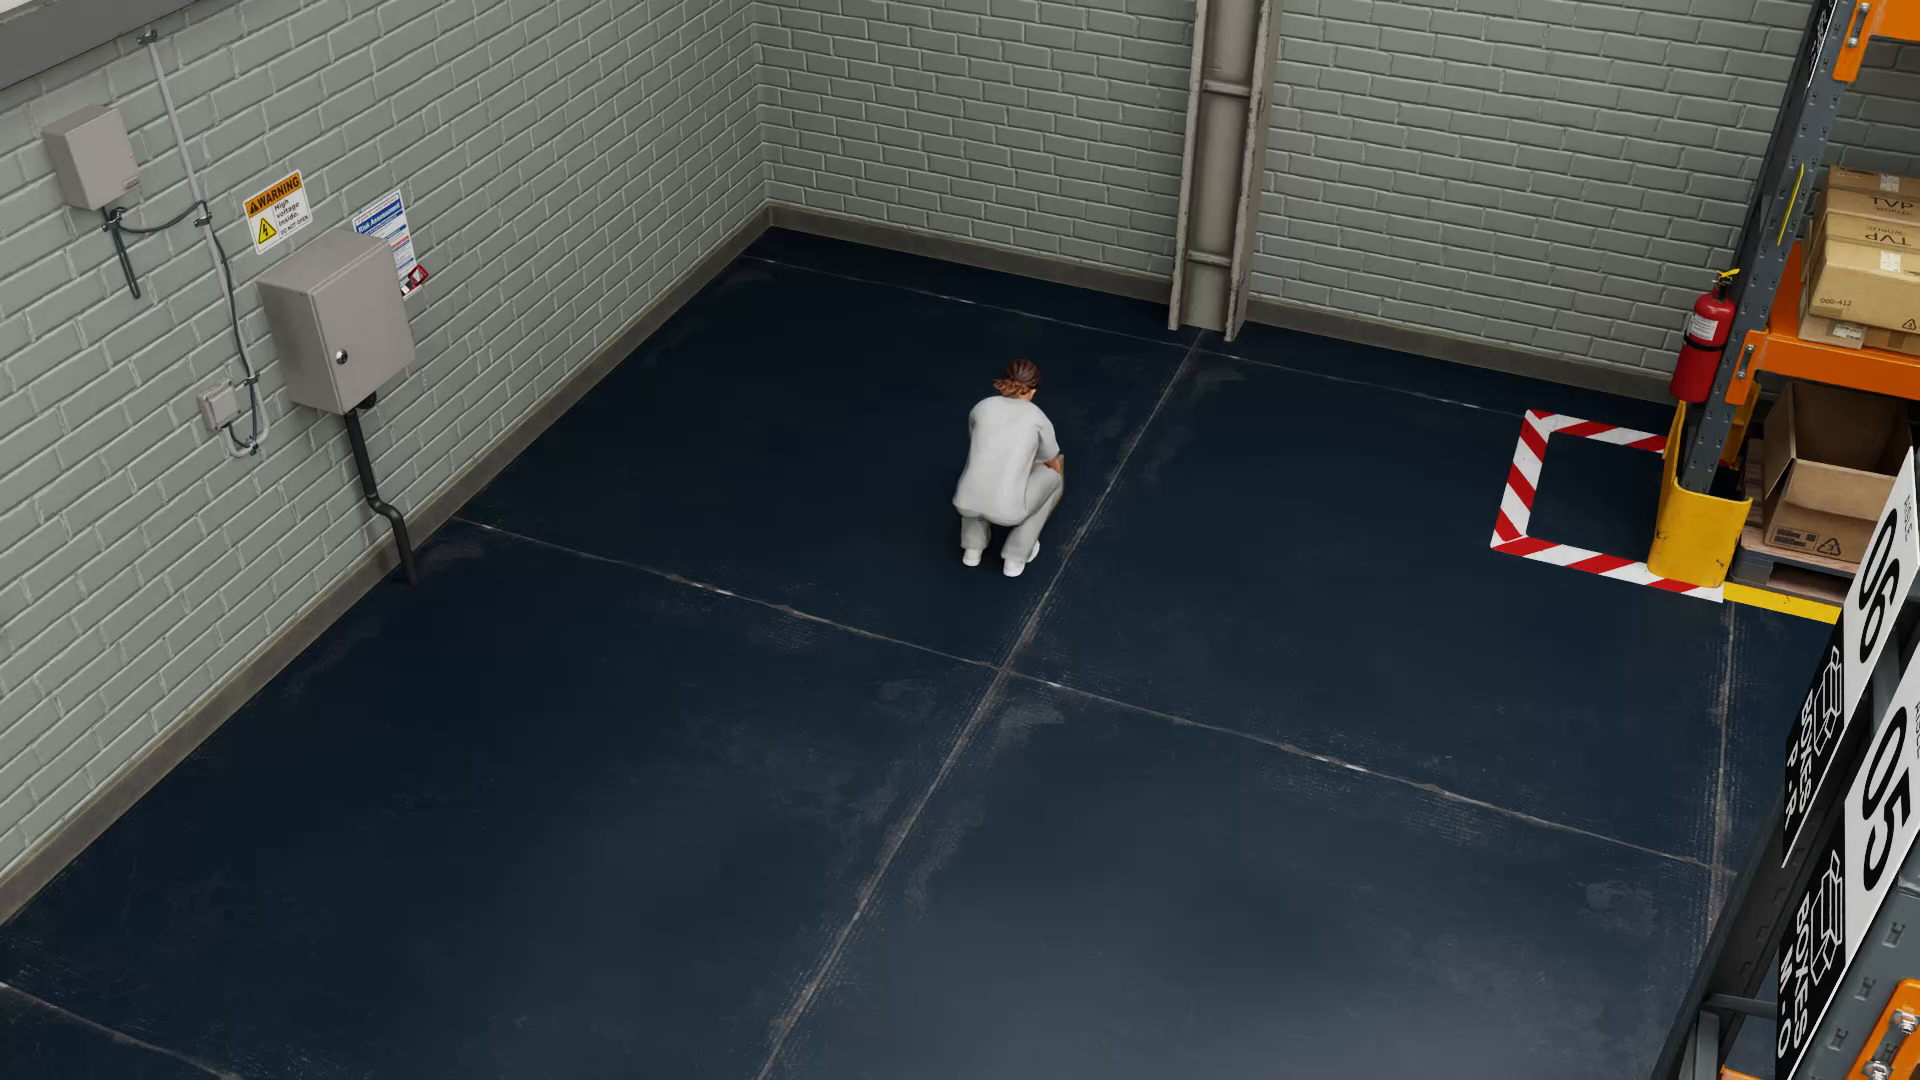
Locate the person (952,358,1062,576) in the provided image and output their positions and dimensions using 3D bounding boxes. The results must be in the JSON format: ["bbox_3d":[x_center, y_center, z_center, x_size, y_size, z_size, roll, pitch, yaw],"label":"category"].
[{"bbox_3d":[0.223,-0.336,7.937,0.484,0.847,0.801,14,40,18],"label":"person"}]
